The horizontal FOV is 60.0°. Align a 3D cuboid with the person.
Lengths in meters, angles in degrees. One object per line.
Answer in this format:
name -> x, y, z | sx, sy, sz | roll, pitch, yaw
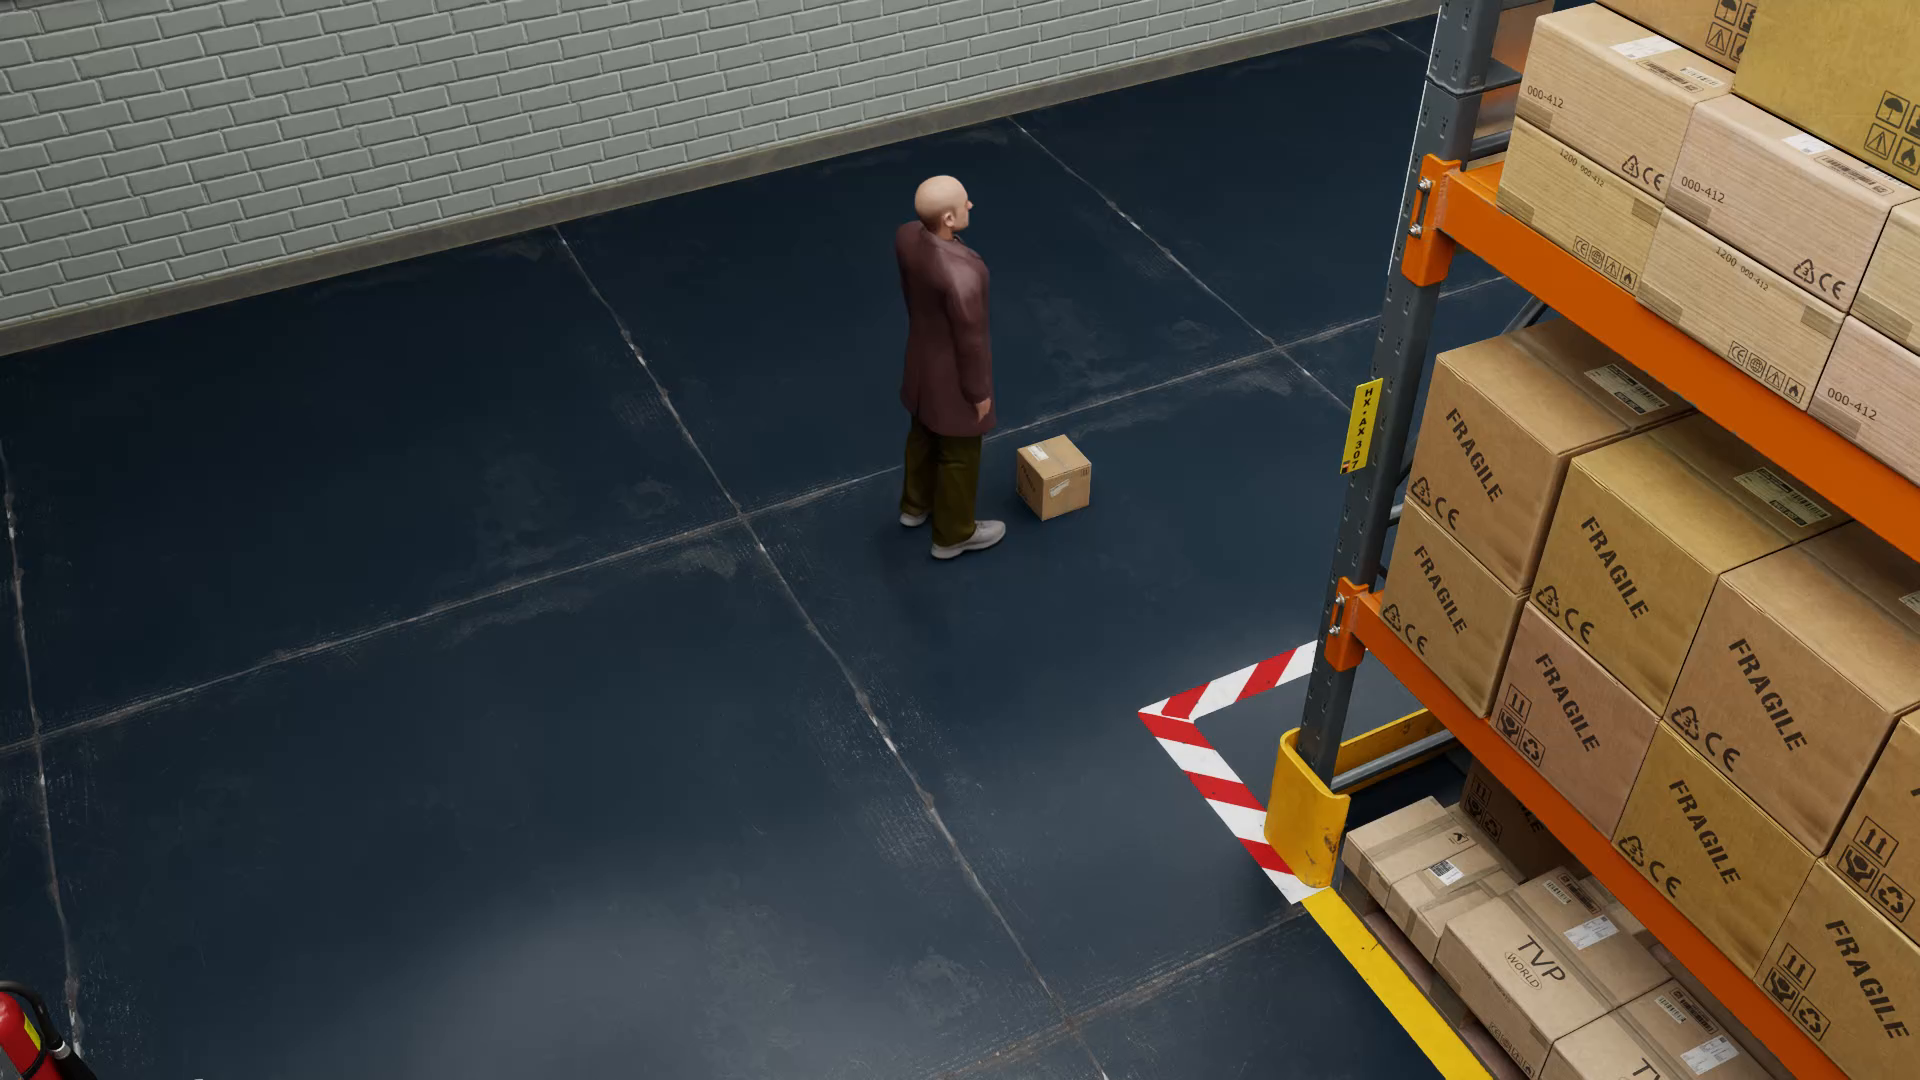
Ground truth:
person -> -0.040, -0.724, 6.992 | 0.379, 1.802, 0.589 | -23, 46, -24
